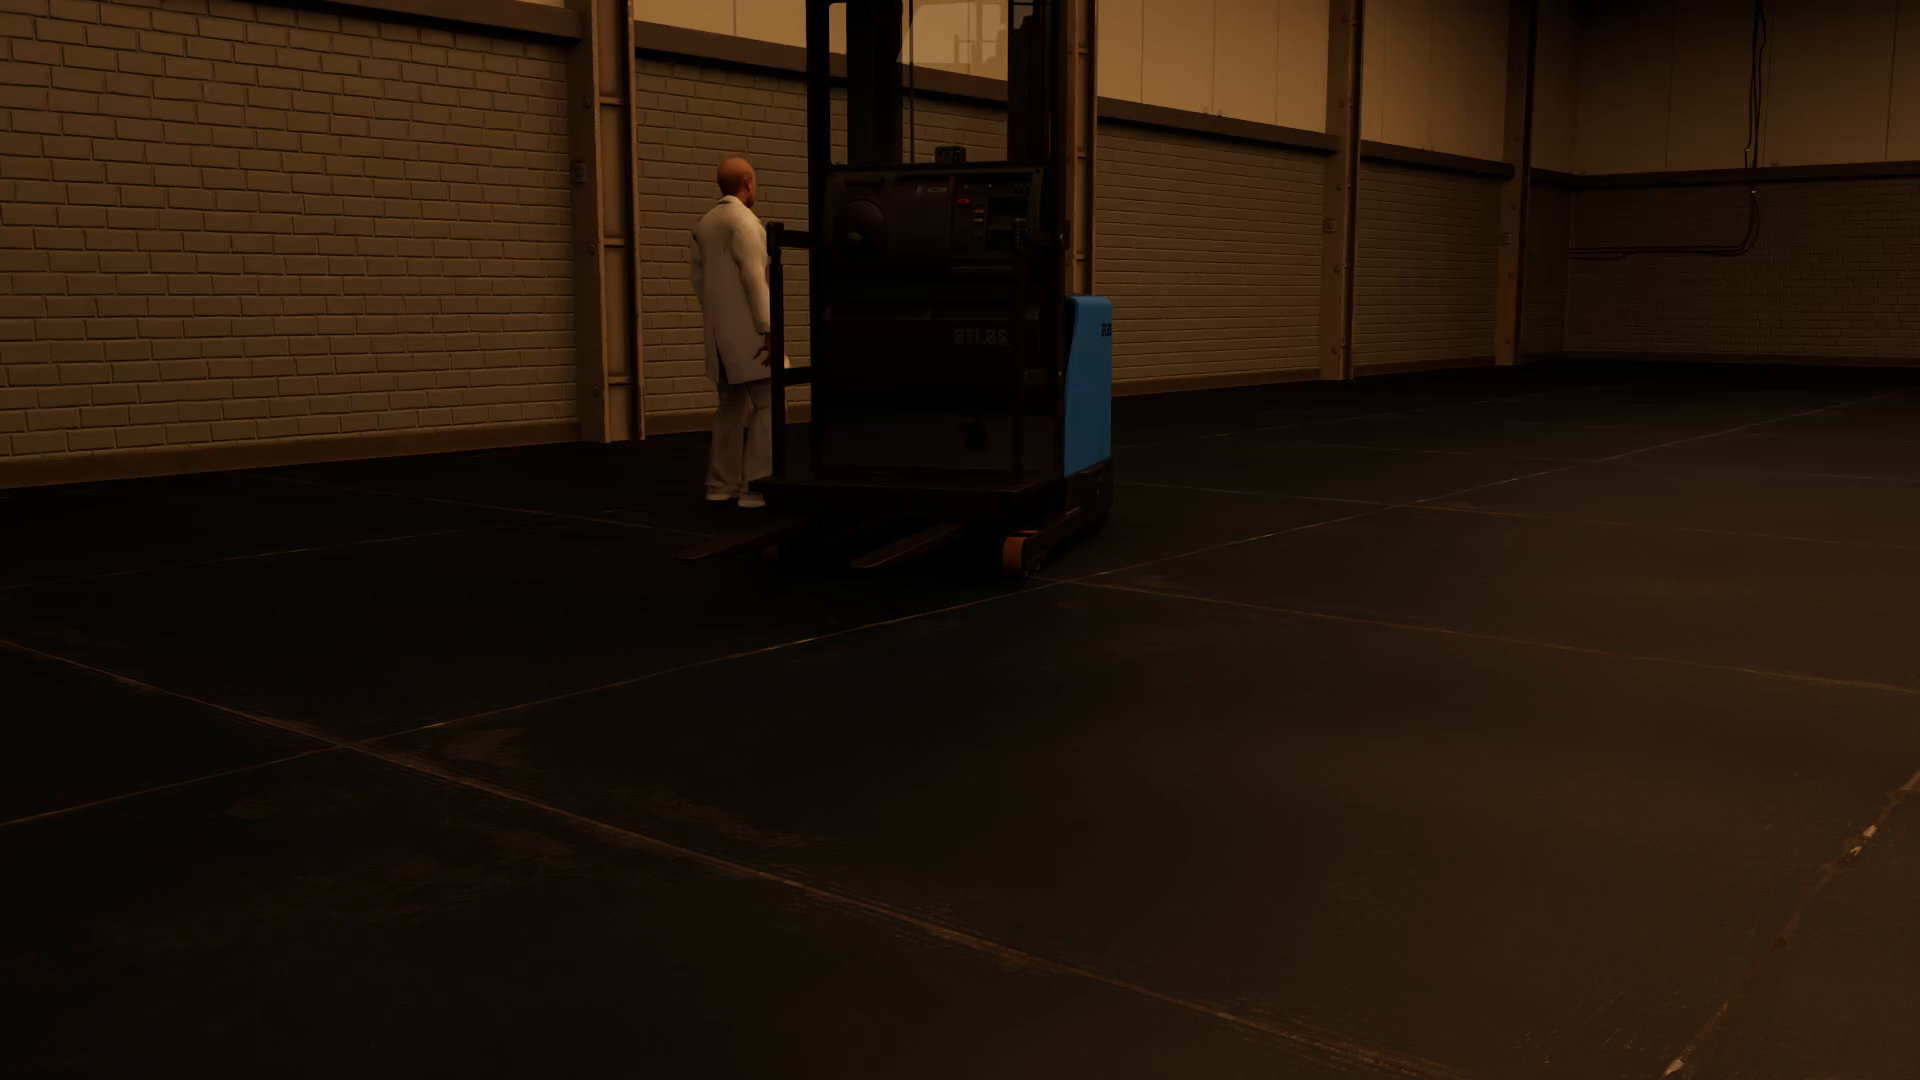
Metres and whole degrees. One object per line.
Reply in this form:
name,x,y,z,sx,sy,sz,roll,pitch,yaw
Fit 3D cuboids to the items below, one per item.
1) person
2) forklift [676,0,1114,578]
person,-1.095,-1.064,8.566,0.437,1.770,0.767,-7,11,-38
forklift,-0.176,-1.366,6.616,1.130,2.935,3.031,3,9,17
